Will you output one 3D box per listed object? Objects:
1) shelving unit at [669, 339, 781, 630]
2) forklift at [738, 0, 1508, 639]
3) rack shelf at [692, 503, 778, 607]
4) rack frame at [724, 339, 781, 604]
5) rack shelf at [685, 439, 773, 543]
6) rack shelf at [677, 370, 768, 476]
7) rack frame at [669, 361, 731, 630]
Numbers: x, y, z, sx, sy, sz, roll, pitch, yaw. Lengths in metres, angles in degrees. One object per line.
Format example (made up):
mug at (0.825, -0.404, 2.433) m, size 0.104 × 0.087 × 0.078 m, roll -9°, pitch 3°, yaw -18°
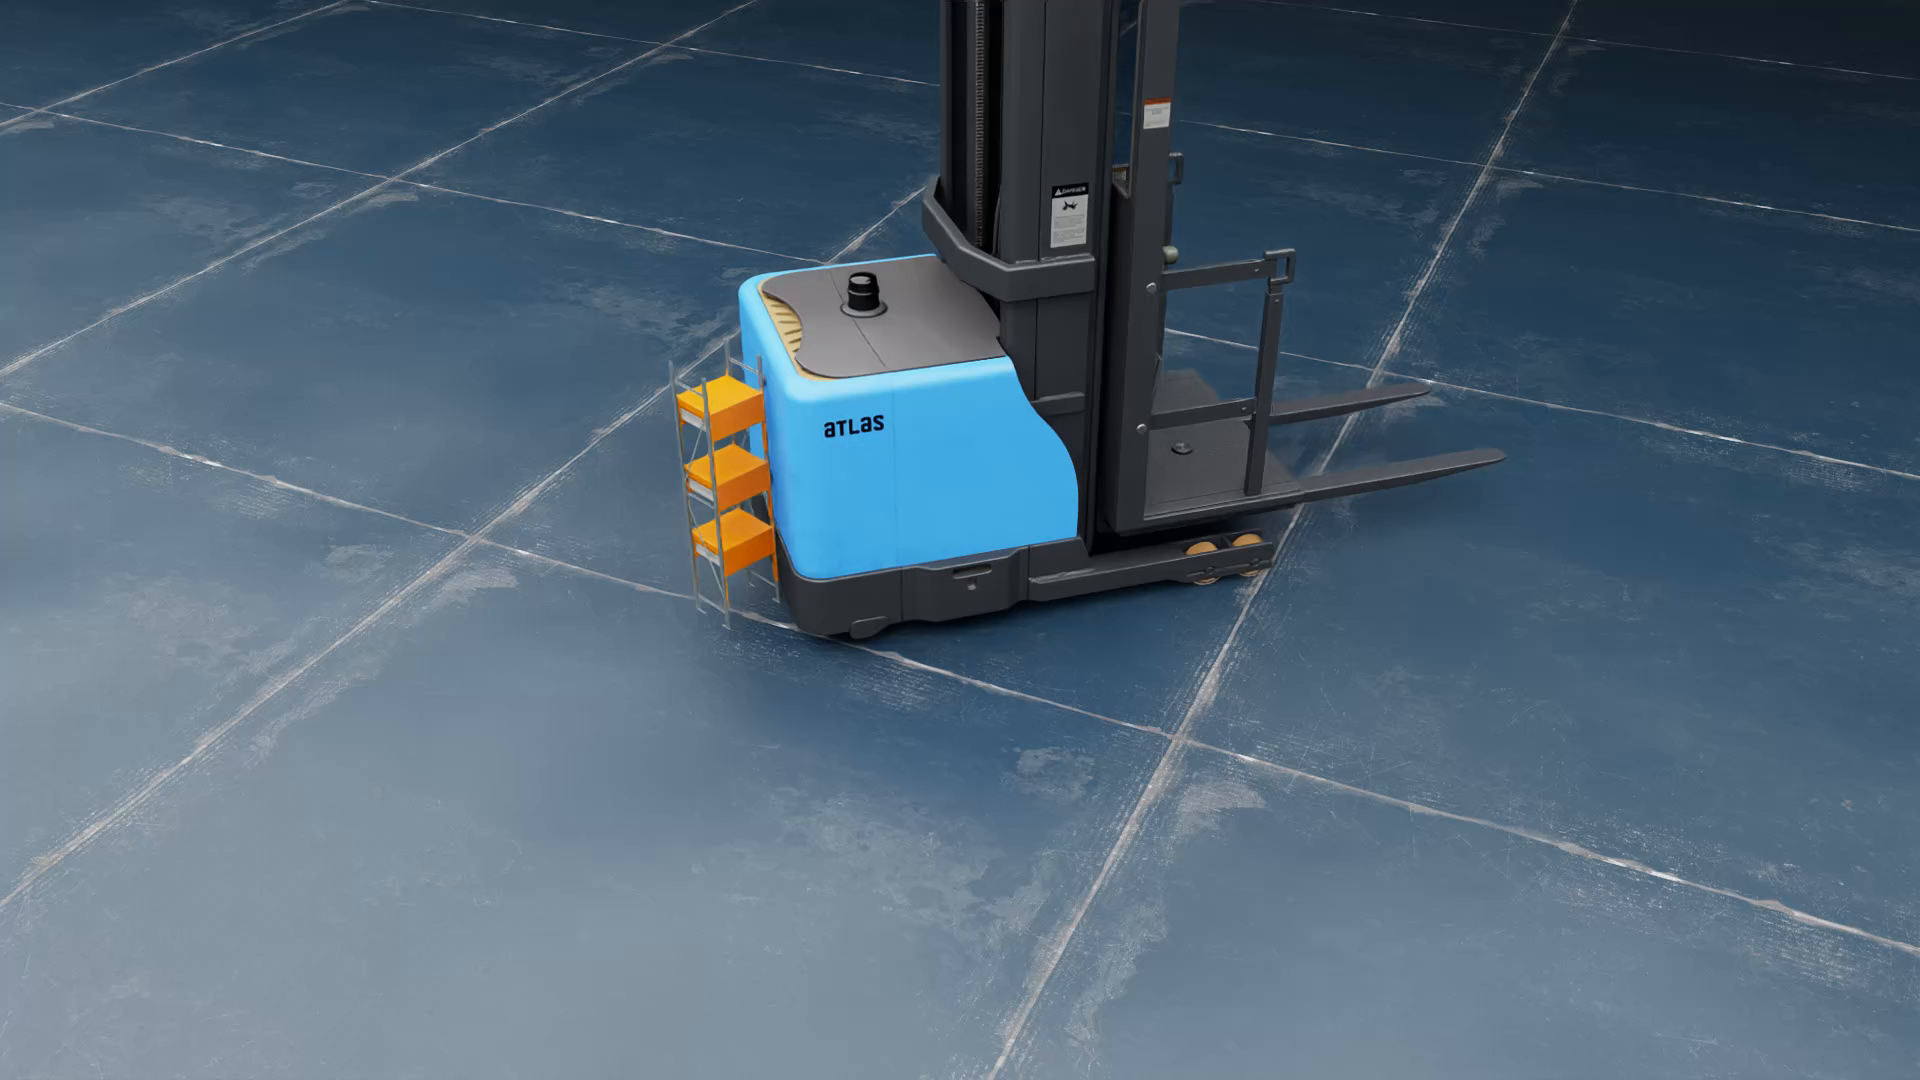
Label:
shelving unit at (-0.850, -0.190, 6.078) m, size 0.215 × 1.050 × 0.252 m, roll 28°, pitch 42°, yaw 37°
forklift at (0.721, -1.317, 6.086) m, size 3.031 × 2.935 × 1.130 m, roll -9°, pitch 34°, yaw -14°
rack shelf at (-0.848, 0.054, 6.233) m, size 0.215 × 0.259 × 0.240 m, roll 28°, pitch 42°, yaw 37°
rack frame at (-0.764, -0.237, 6.150) m, size 0.200 × 1.050 × 0.008 m, roll 28°, pitch 42°, yaw 37°
rack shelf at (-0.850, -0.181, 6.083) m, size 0.215 × 0.259 × 0.240 m, roll 28°, pitch 42°, yaw 37°
rack shelf at (-0.852, -0.420, 5.931) m, size 0.215 × 0.259 × 0.240 m, roll 28°, pitch 42°, yaw 37°
rack frame at (-0.936, -0.143, 6.005) m, size 0.200 × 1.050 × 0.008 m, roll 28°, pitch 42°, yaw 37°
